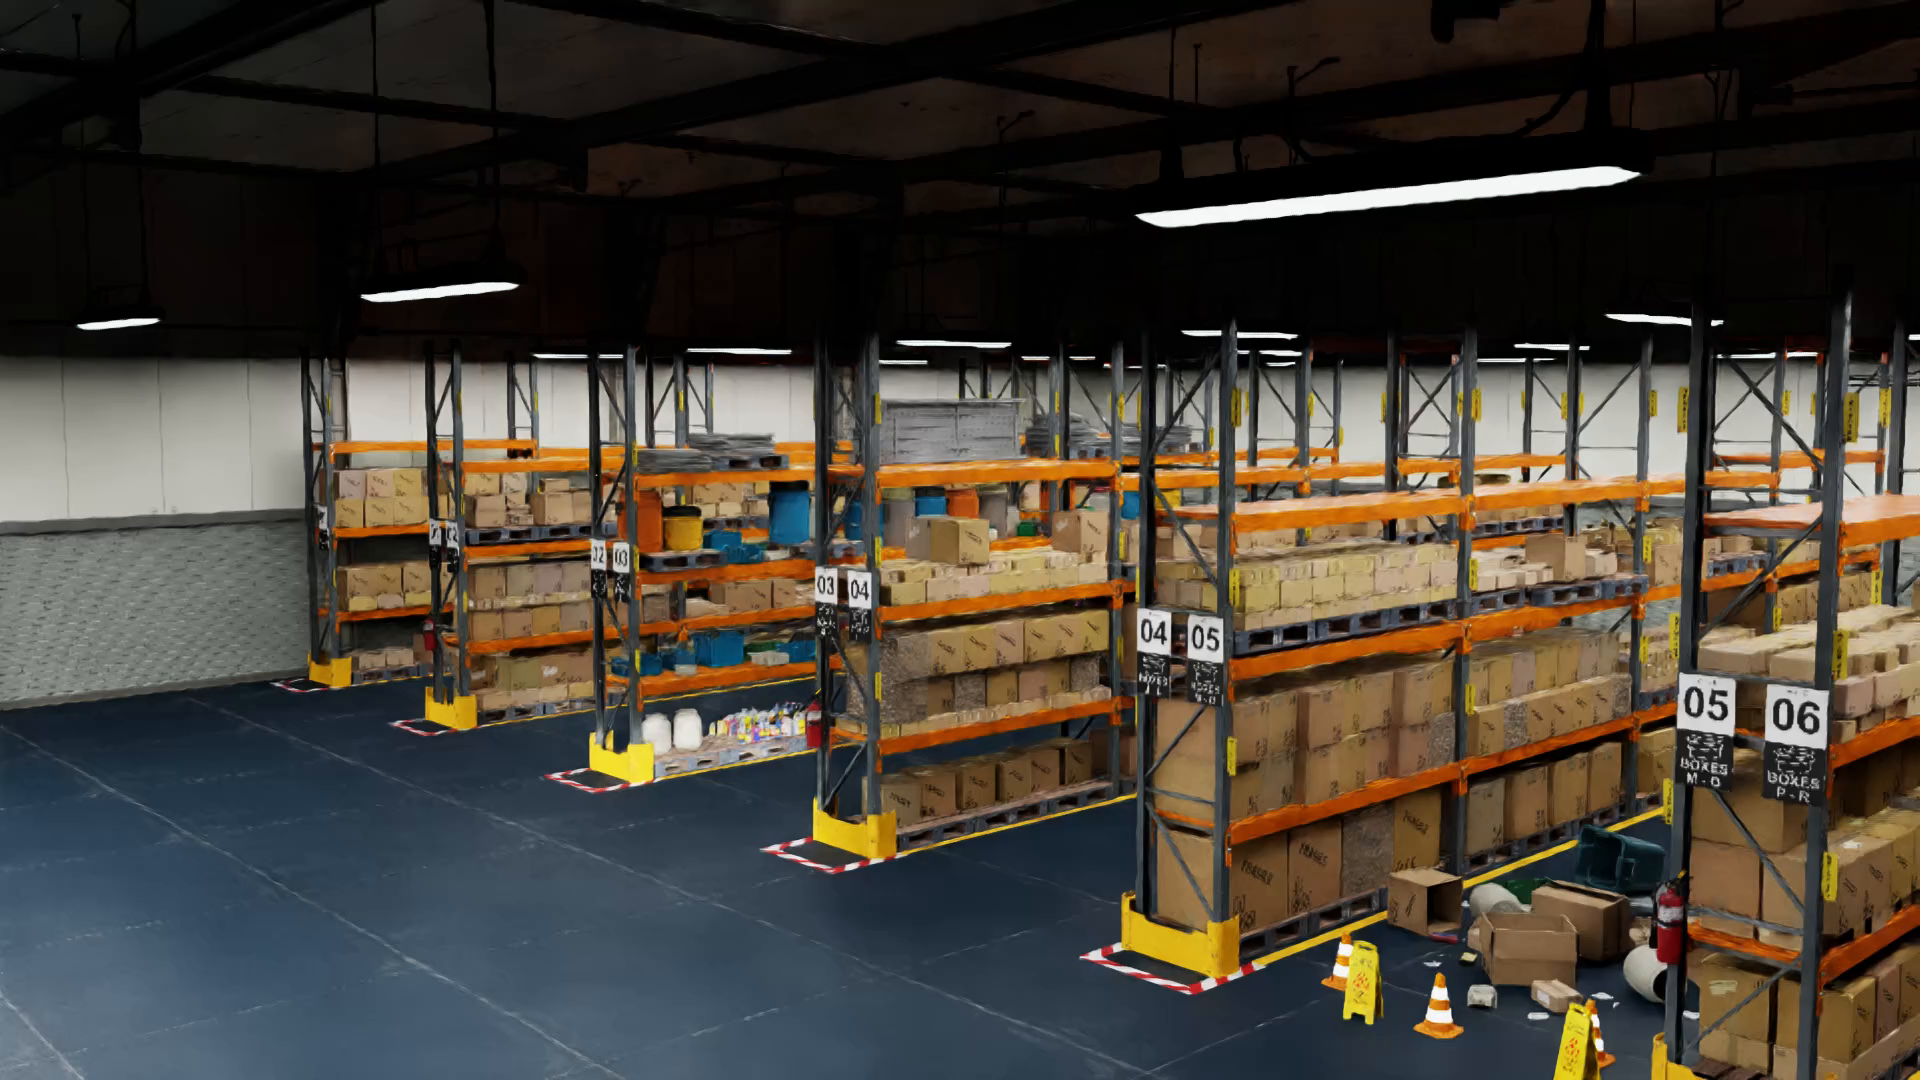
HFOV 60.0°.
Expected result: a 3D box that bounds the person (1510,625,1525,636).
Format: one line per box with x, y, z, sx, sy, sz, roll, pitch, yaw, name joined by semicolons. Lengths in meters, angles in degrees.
8.405;2.120;25.090;0.407;1.649;0.648;3;6;27;person
